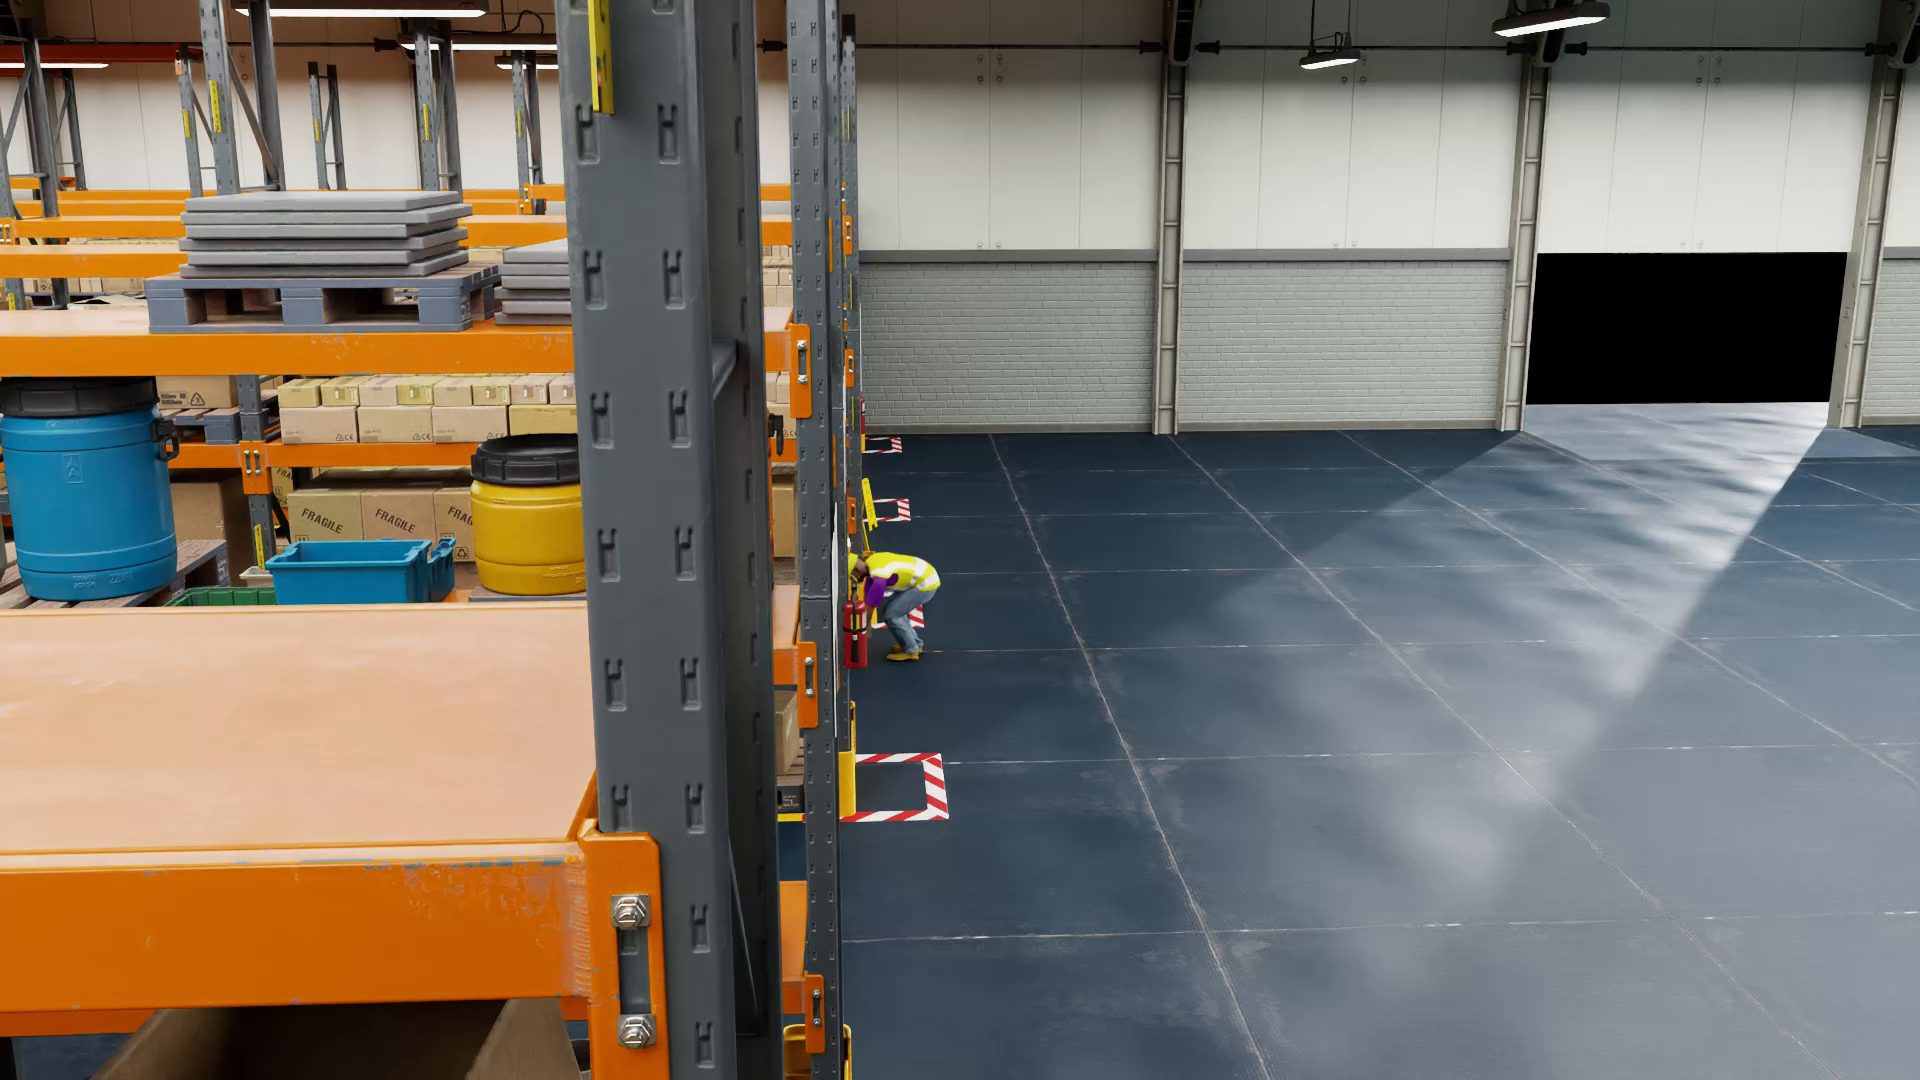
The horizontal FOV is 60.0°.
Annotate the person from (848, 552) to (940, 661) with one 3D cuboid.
[{"bbox_3d":[-0.674,0.621,15.897,0.965,1.042,0.522,-1,14,-6],"label":"person"}]
